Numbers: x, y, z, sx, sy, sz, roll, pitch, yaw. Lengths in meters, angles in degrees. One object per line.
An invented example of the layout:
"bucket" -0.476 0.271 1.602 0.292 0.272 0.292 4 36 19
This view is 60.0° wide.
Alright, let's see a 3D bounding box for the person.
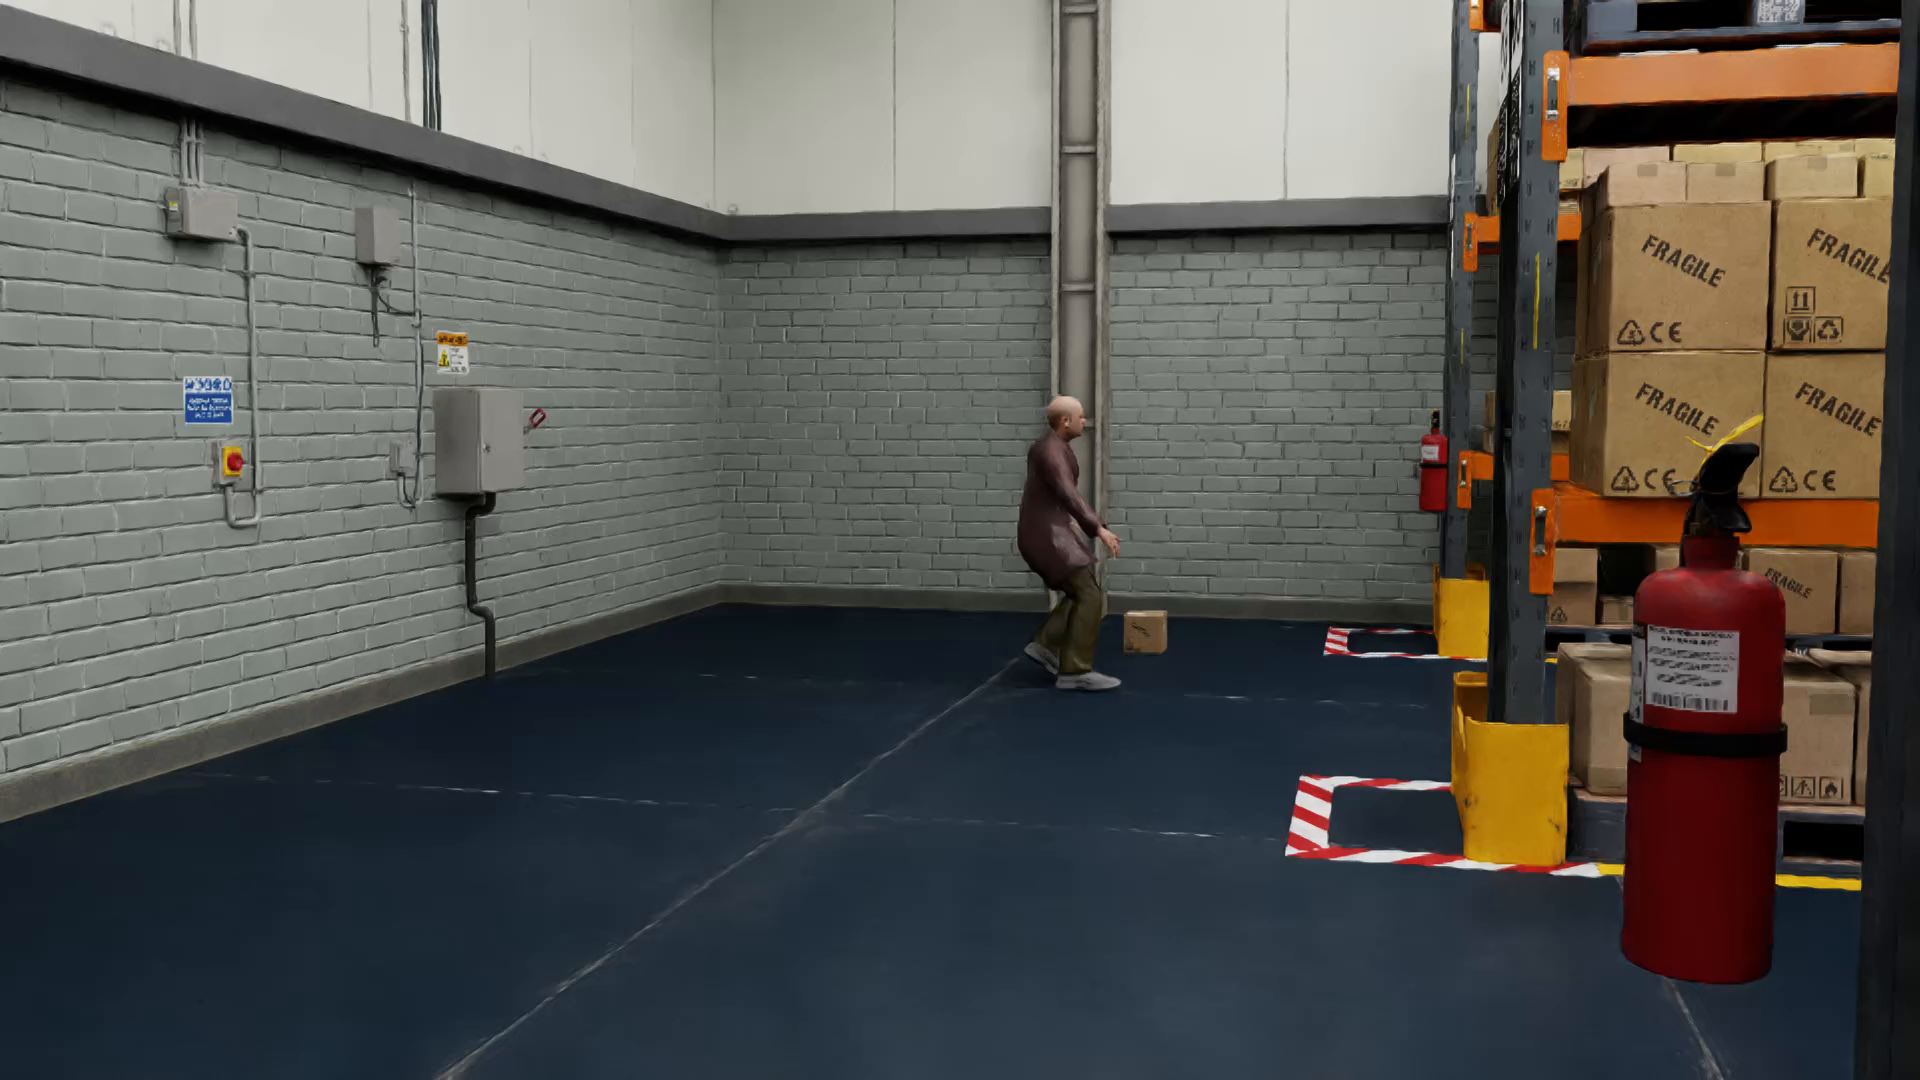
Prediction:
"person" 0.604 0.012 9.636 0.494 1.693 0.965 -1 5 -11
